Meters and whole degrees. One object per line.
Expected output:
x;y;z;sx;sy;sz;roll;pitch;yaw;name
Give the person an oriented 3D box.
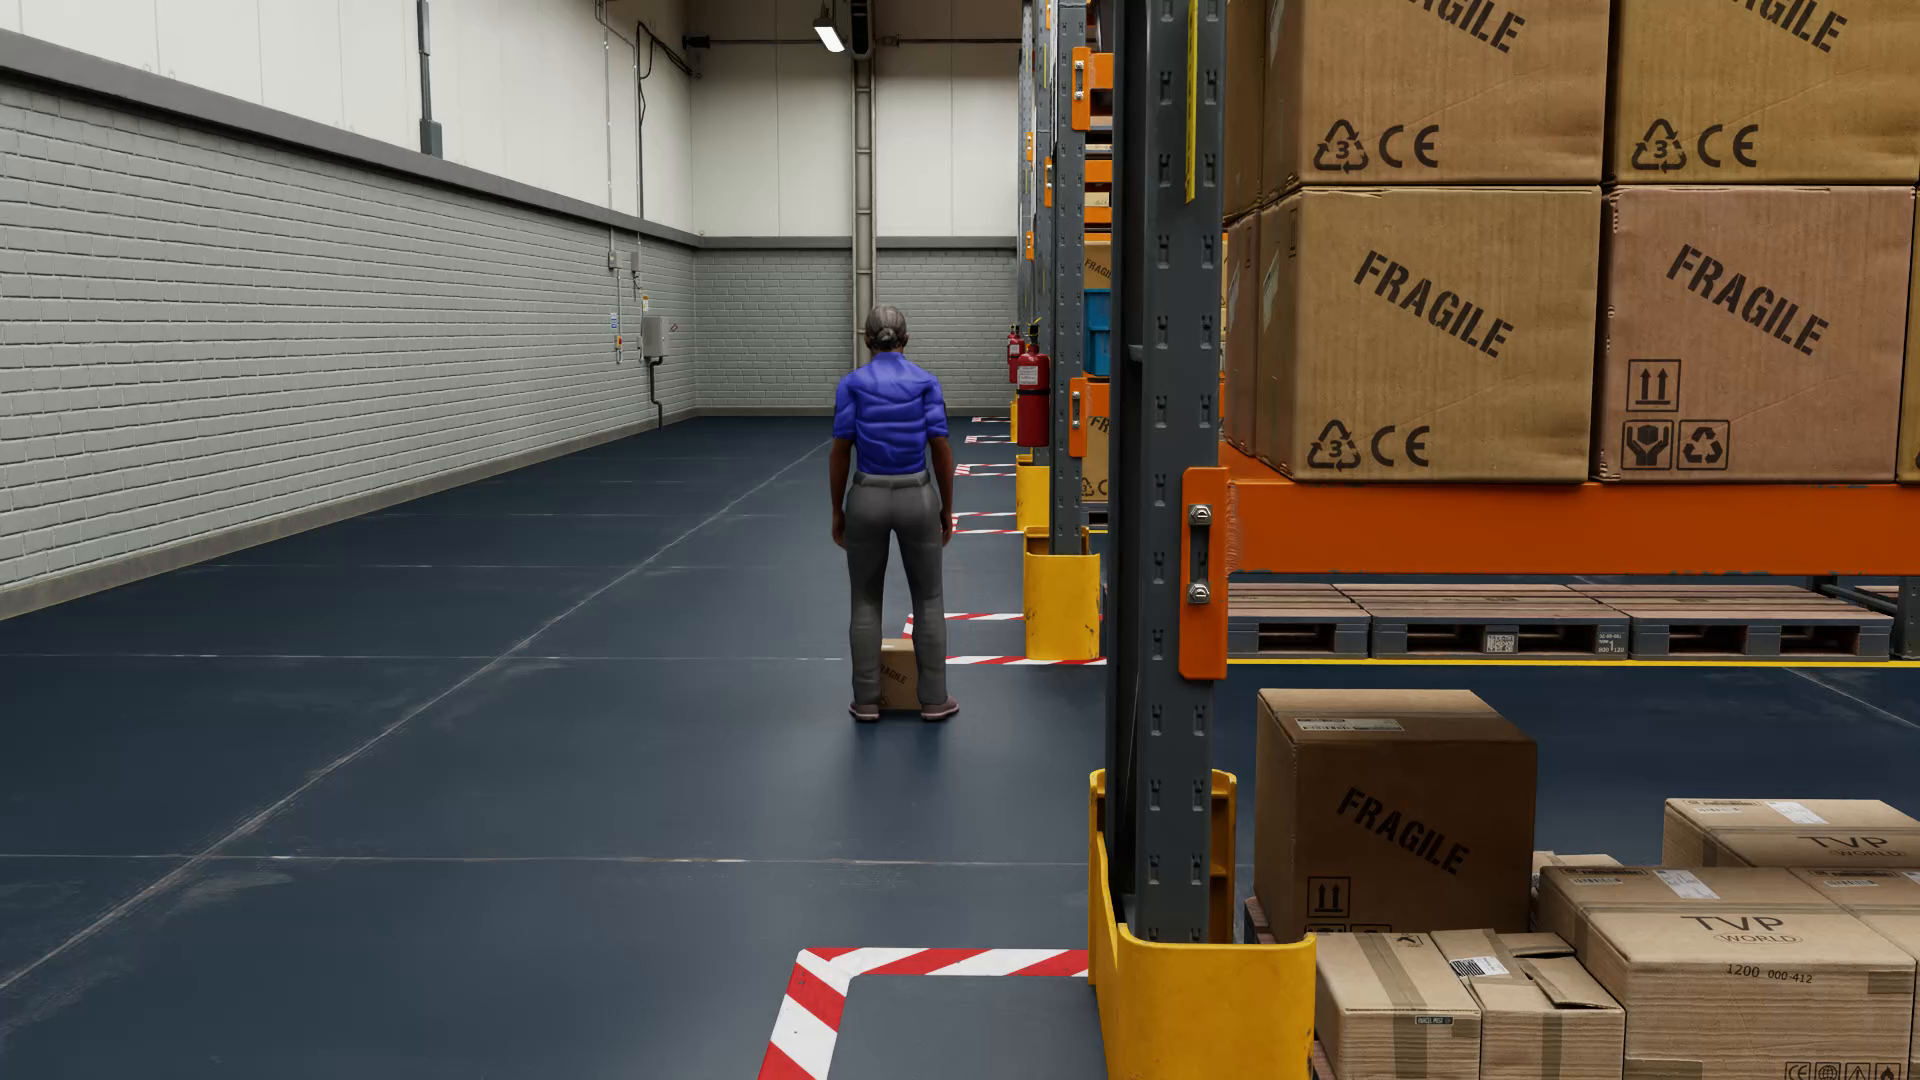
-0.260;-0.106;6.626;0.514;1.653;0.349;0;7;-1;person
